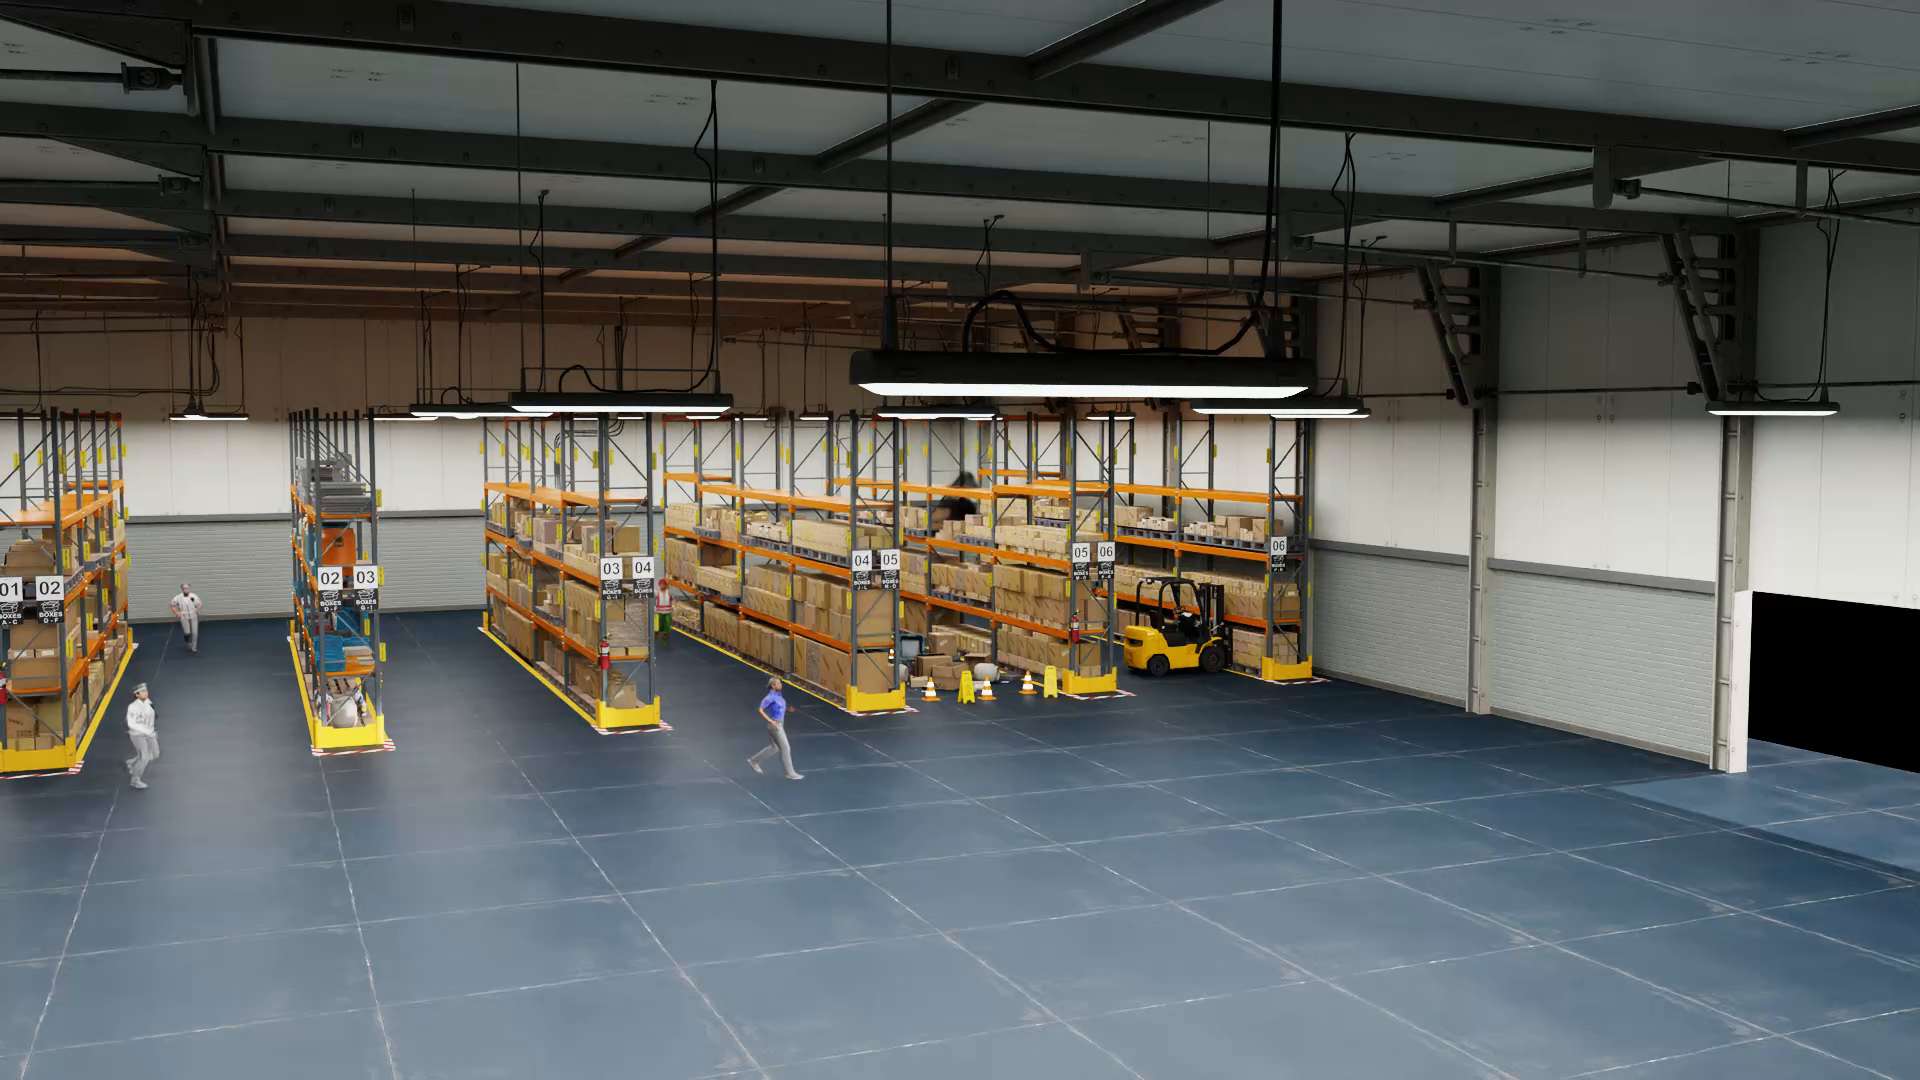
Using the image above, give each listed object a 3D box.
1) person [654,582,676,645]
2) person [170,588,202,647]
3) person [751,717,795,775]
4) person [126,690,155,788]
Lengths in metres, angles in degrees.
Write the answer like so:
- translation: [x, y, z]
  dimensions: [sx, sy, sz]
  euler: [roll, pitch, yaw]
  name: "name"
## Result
- translation: [-7.610, 1.869, 42.695]
  dimensions: [0.670, 1.645, 0.616]
  euler: [-2, 4, -24]
  name: "person"
- translation: [-19.351, 1.925, 41.664]
  dimensions: [0.712, 1.585, 0.577]
  euler: [-3, 5, -34]
  name: "person"
- translation: [-3.016, 3.293, 26.727]
  dimensions: [0.746, 0.939, 0.375]
  euler: [0, 4, 5]
  name: "person"
- translation: [-12.900, 3.091, 26.236]
  dimensions: [0.614, 1.613, 0.637]
  euler: [1, 4, 11]
  name: "person"
